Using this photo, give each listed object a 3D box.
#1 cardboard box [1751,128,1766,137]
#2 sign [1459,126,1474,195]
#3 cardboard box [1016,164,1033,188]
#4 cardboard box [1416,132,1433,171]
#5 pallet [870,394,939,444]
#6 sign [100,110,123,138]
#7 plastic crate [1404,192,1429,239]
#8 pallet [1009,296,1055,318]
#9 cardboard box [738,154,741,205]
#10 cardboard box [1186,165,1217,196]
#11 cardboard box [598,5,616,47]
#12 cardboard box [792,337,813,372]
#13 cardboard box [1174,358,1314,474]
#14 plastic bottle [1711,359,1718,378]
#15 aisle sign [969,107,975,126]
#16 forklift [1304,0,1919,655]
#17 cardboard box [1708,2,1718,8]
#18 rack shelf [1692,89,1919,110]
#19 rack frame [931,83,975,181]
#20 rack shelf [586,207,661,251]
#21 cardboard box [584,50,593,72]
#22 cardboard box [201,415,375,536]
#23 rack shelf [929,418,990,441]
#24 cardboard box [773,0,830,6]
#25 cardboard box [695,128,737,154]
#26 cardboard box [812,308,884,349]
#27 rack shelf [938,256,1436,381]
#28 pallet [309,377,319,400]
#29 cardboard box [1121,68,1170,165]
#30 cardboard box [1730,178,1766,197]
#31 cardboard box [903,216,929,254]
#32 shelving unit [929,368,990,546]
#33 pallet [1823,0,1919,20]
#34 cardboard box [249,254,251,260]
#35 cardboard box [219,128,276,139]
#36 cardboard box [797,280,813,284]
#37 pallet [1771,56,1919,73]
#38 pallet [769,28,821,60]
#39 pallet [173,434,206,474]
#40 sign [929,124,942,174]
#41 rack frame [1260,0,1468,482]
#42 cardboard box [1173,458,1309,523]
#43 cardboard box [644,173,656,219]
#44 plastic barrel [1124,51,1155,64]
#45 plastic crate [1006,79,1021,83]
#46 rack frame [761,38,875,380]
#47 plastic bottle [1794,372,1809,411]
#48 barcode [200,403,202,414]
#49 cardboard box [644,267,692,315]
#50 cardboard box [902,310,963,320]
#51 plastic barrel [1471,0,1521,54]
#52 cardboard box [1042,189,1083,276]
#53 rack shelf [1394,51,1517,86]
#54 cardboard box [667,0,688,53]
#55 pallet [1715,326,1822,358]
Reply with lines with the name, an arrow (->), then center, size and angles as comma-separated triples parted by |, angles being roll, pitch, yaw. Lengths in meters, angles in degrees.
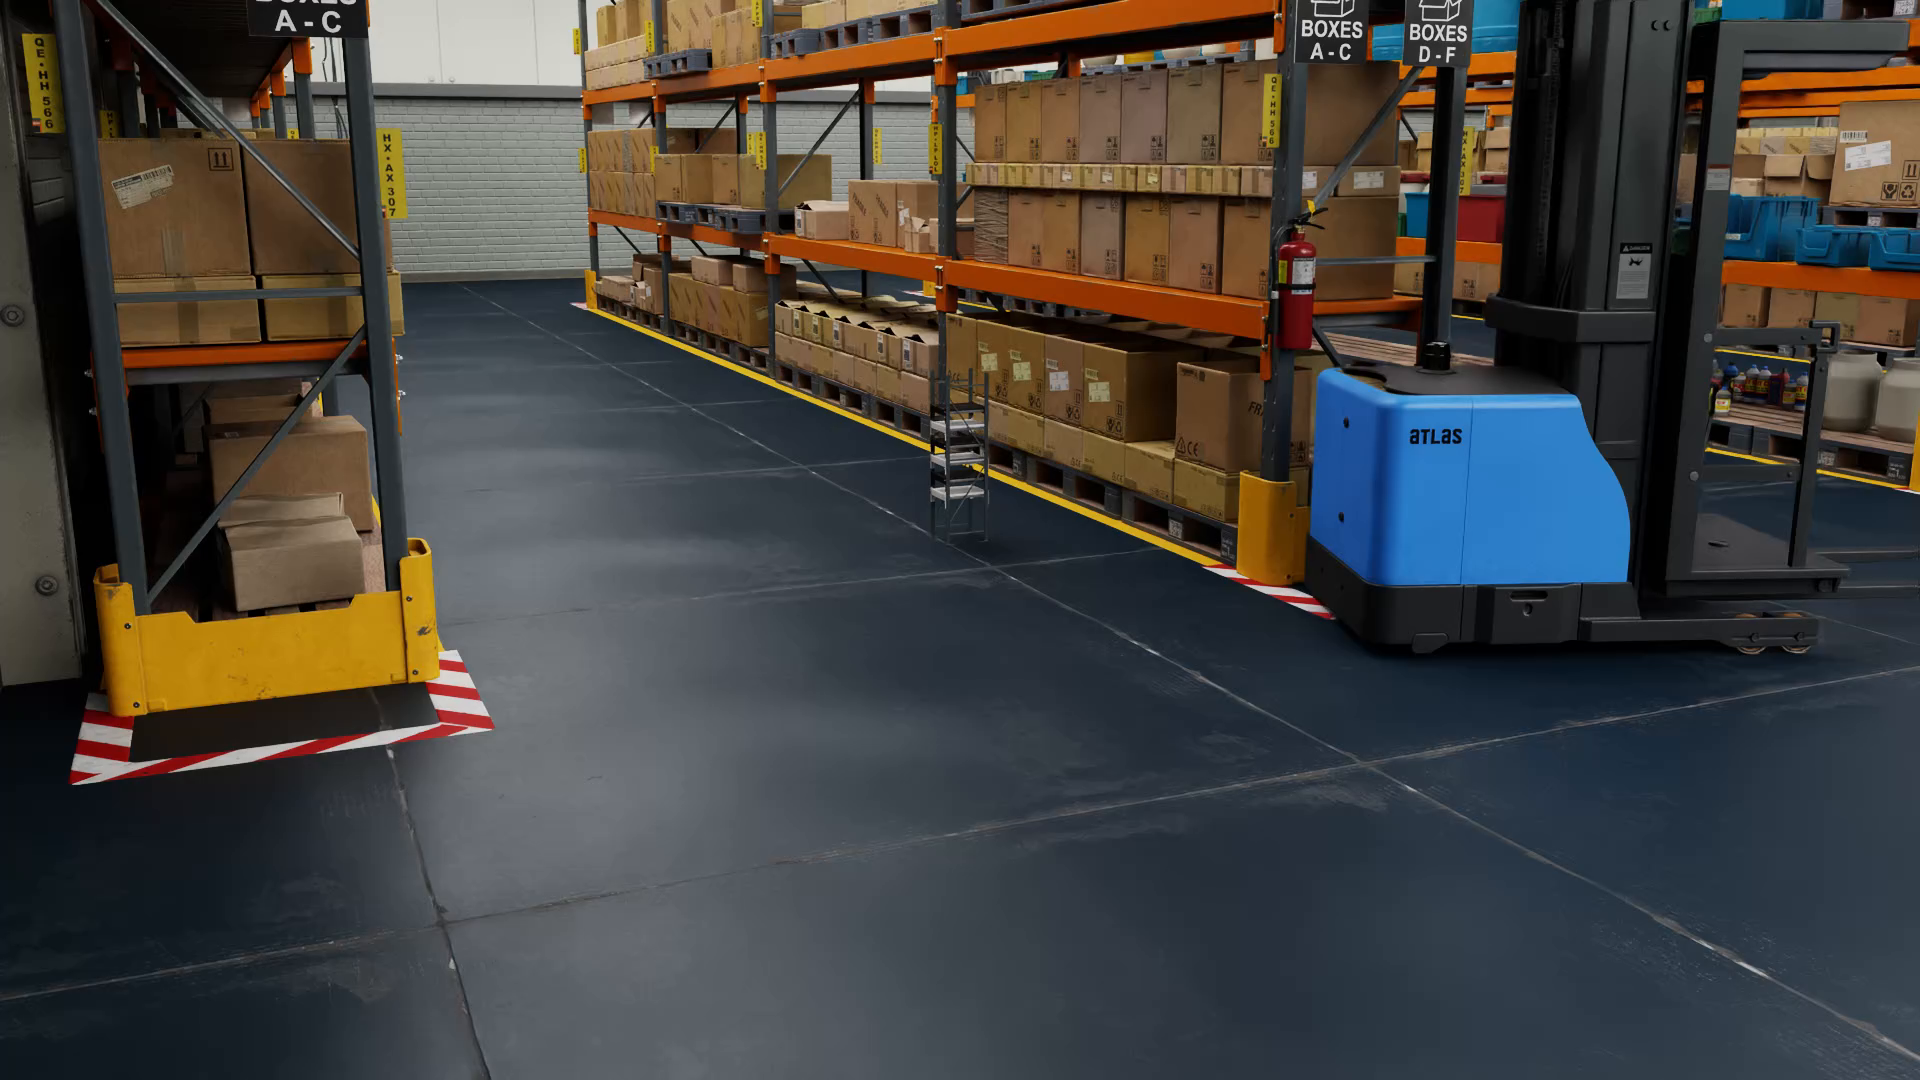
cardboard box -> 13.863, -7.015, 28.649 | 0.380, 0.149, 0.250 | -6, 14, -25
sign -> 2.445, -1.840, 8.073 | 0.100, 0.325, 0.005 | -6, 14, -23
cardboard box -> 0.574, -2.290, 10.452 | 0.380, 0.149, 0.250 | -6, 14, -23
cardboard box -> 6.469, -5.111, 21.852 | 0.797, 0.503, 0.637 | -6, 14, -24
pallet -> 0.001, -0.948, 12.496 | 1.003, 0.211, 1.213 | -6, 14, -23
sign -> -4.713, -2.222, 9.252 | 0.100, 0.325, 0.005 | -6, 14, -23
plastic crate -> 4.145, -2.796, 14.334 | 0.392, 0.384, 0.575 | -6, 14, -23
pallet -> 1.337, -3.047, 21.566 | 1.003, 0.211, 1.213 | -6, 14, -23
cardboard box -> -1.818, -3.563, 16.460 | 0.700, 0.500, 0.500 | -3, 13, -12
cardboard box -> 1.398, -1.864, 8.612 | 0.380, 0.149, 0.250 | -6, 14, -24
cardboard box -> -4.132, -6.418, 20.858 | 0.700, 0.500, 0.500 | -6, 14, -23
cardboard box -> -1.128, -1.610, 14.342 | 0.500, 0.250, 0.500 | -6, 14, -25
cardboard box -> 1.446, -0.645, 8.509 | 0.500, 0.500, 0.500 | -6, 14, -23
plastic bottle -> 5.661, -1.244, 12.658 | 0.152, 0.276, 0.135 | -5, 14, -22
aisle sign -> 0.304, -6.391, 24.067 | 0.394, 0.787, 0.004 | -6, 14, -23
forklift -> 3.124, -1.076, 7.017 | 3.031, 2.935, 1.130 | -1, 13, -4
cardboard box -> 7.960, -5.406, 17.593 | 0.500, 0.500, 0.500 | -6, 14, -23
rack shelf -> 11.592, -5.829, 22.346 | 1.077, 0.370, 4.000 | -6, 14, -23
rack frame -> 0.065, -5.083, 24.181 | 1.000, 3.000, 0.127 | -6, 14, -23
rack shelf -> -3.674, -3.873, 20.547 | 1.077, 0.370, 4.000 | -6, 14, -23
cardboard box -> -4.508, -6.139, 21.313 | 0.500, 0.250, 0.500 | -6, 14, -23
cardboard box -> -3.275, -0.304, 8.100 | 0.700, 0.500, 0.500 | -7, 15, -27
rack shelf -> -0.003, -0.583, 8.743 | 0.258, 0.077, 0.200 | -6, 14, -23
cardboard box -> -1.440, -5.072, 15.040 | 0.500, 0.500, 0.500 | -6, 14, -23
cardboard box -> -2.804, -4.469, 19.087 | 0.500, 0.500, 0.500 | -5, 14, -21
cardboard box -> -0.910, -1.774, 13.806 | 0.500, 0.311, 0.500 | -6, 14, -24
rack shelf -> 1.133, -1.394, 9.835 | 1.077, 0.370, 4.000 | -6, 14, -23
pallet -> -6.055, -1.347, 14.221 | 1.003, 0.211, 1.213 | -6, 14, -23
cardboard box -> 1.319, -2.333, 9.197 | 0.700, 0.500, 0.500 | -6, 14, -23
cardboard box -> 8.268, -3.642, 17.356 | 0.500, 0.250, 0.500 | -6, 14, -25
cardboard box -> -0.189, -2.257, 12.268 | 0.396, 0.266, 0.258 | -6, 14, -24
shelving unit -> -0.003, -0.440, 8.776 | 0.258, 0.900, 0.210 | -6, 14, -23
pallet -> 6.232, -3.327, 10.358 | 1.003, 0.211, 1.213 | -6, 14, -23
cardboard box -> -2.928, -1.161, 7.521 | 0.500, 0.250, 0.500 | -6, 14, -24
cardboard box -> -5.765, -3.227, 13.573 | 0.500, 0.250, 0.500 | -5, 14, -22
cardboard box -> -1.816, -2.419, 17.239 | 0.500, 0.500, 0.500 | -6, 14, -25
pallet -> 8.842, -4.773, 16.602 | 1.213, 0.211, 1.003 | -6, 14, -23
pallet -> -0.917, -4.221, 14.222 | 1.213, 0.211, 1.003 | -5, 14, -20
pallet -> -4.519, -0.511, 10.612 | 1.003, 0.211, 1.213 | -6, 14, -23
sign -> -0.162, -2.632, 11.197 | 0.100, 0.325, 0.005 | -6, 14, -23
rack frame -> 1.934, -1.331, 7.969 | 1.000, 3.000, 0.127 | -6, 14, -23
cardboard box -> 1.448, -0.280, 8.595 | 0.500, 0.250, 0.500 | -6, 14, -23
cardboard box -> -3.308, -3.939, 19.015 | 0.500, 0.500, 0.500 | -5, 14, -22
plastic barrel -> 2.219, -5.844, 19.468 | 0.600, 0.588, 0.600 | 0, 13, 0
plastic crate -> 0.809, -5.818, 21.289 | 0.293, 0.136, 0.466 | -6, 14, -23
rack frame -> -1.271, -2.984, 15.110 | 1.000, 3.000, 0.127 | -6, 14, -23
plastic bottle -> 6.033, -1.066, 11.897 | 0.097, 0.271, 0.097 | 0, 13, 0
barcode -> -4.209, -0.728, 9.223 | 0.001, 0.075, 0.075 | -6, 14, -23
cardboard box -> -3.361, -2.899, 19.311 | 0.500, 0.500, 0.500 | -6, 14, -23
cardboard box -> -0.223, -1.721, 13.577 | 0.500, 0.311, 0.500 | -5, 14, -21
plastic barrel -> 4.469, -4.395, 13.444 | 0.600, 0.901, 0.708 | -6, 14, -23
cardboard box -> 0.930, -1.903, 10.217 | 0.700, 0.500, 0.500 | -5, 14, -22
rack shelf -> 4.070, -4.128, 14.997 | 1.077, 0.370, 4.000 | -6, 14, -23
cardboard box -> -2.739, -5.463, 17.794 | 0.600, 0.600, 0.600 | -7, 15, -28
pallet -> 8.604, -2.106, 17.502 | 1.003, 0.211, 1.213 | -6, 14, -23
